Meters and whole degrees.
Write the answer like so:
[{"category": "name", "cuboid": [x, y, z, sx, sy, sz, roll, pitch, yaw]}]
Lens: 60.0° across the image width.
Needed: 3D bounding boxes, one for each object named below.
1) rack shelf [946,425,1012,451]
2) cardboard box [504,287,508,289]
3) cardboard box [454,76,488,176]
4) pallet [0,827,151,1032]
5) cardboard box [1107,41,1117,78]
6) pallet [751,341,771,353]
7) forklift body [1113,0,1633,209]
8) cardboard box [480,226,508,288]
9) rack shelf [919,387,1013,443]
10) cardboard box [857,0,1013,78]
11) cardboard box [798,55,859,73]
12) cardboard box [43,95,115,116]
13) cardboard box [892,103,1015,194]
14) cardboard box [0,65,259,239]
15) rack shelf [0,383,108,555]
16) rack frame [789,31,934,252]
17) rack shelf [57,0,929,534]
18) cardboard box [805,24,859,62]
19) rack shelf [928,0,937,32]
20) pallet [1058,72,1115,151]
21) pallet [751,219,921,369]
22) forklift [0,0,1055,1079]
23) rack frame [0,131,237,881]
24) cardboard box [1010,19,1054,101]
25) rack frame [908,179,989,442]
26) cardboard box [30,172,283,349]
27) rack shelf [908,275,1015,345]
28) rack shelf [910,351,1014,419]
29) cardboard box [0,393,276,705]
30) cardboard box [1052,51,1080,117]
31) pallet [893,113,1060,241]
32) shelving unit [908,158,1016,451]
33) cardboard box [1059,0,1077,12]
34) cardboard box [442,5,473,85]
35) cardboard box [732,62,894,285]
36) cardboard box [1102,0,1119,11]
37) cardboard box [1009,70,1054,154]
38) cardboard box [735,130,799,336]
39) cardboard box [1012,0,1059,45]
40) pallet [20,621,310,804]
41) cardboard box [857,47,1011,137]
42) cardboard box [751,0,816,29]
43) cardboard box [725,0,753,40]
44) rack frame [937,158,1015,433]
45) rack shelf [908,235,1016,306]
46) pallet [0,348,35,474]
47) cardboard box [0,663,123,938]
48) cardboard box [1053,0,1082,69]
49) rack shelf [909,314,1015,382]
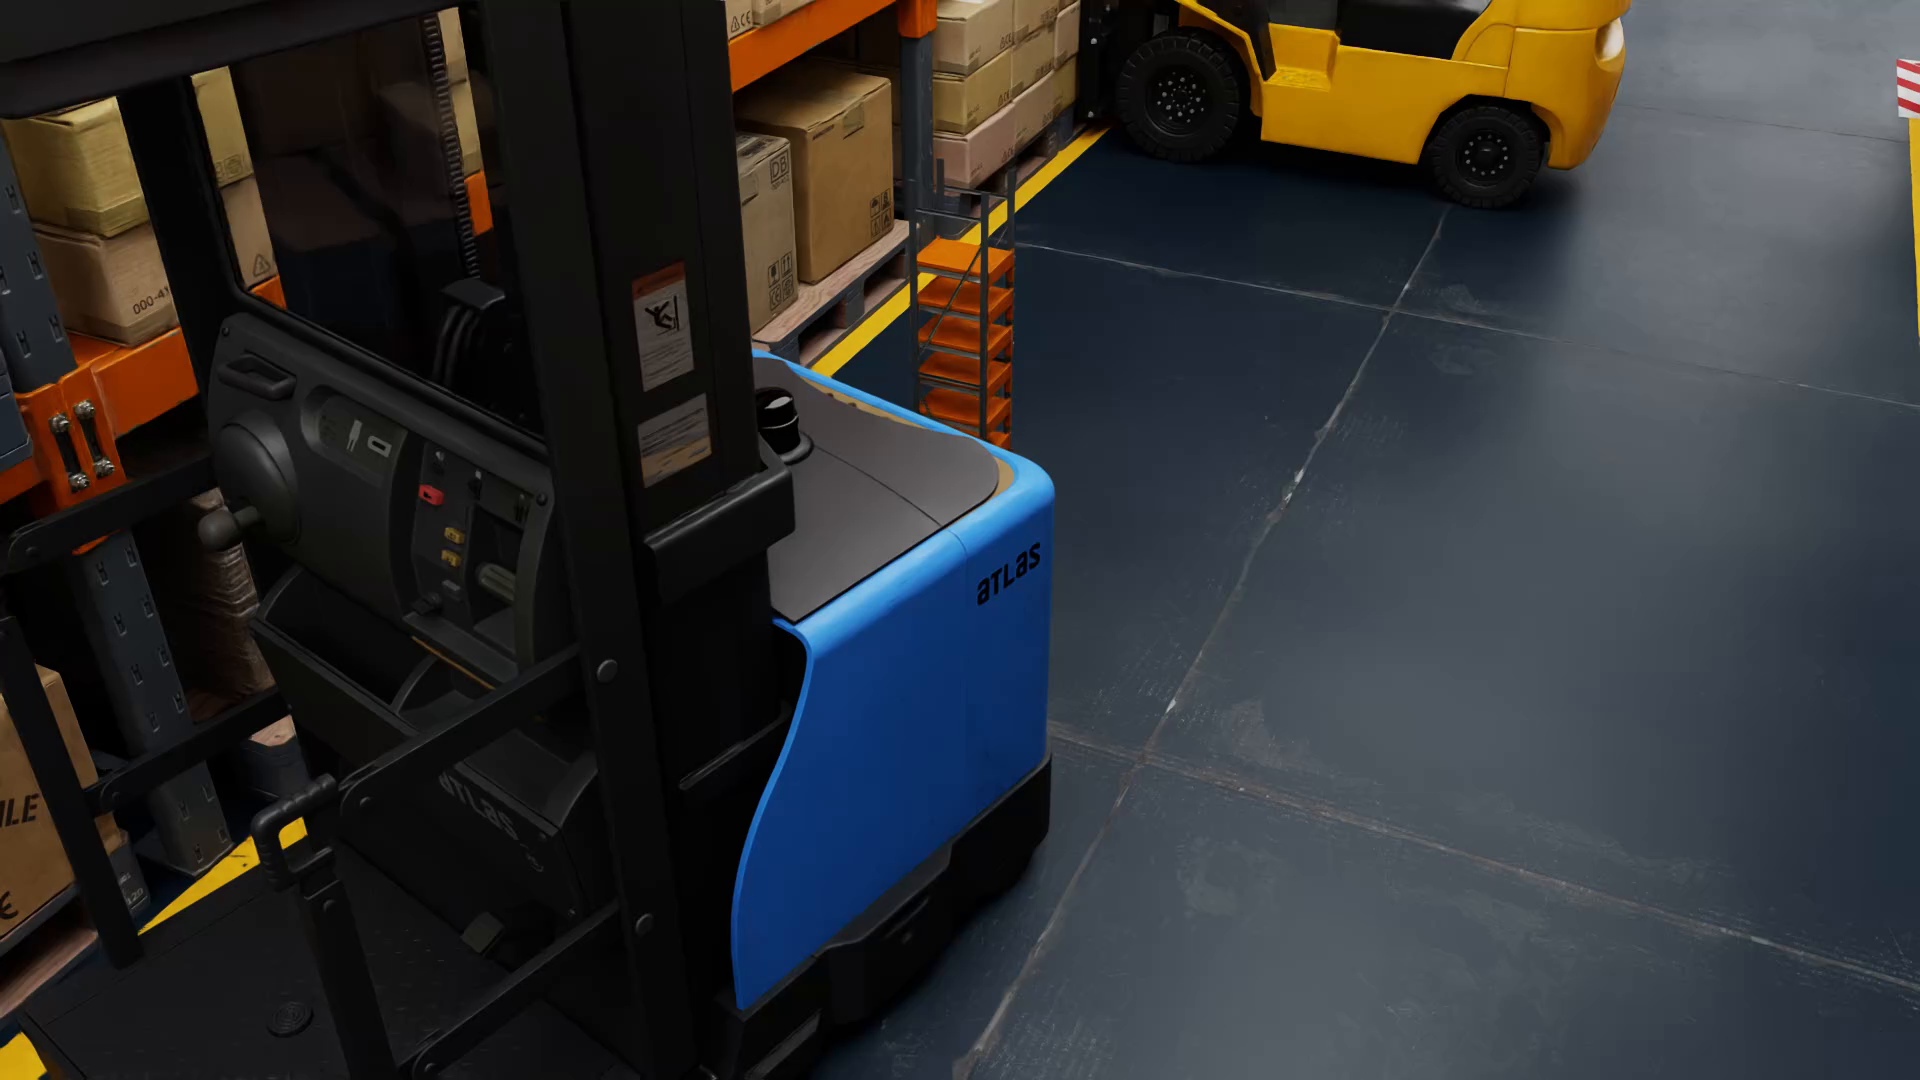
[{"category": "rack shelf", "cuboid": [0.006, -0.271, 5.088, 0.258, 0.103, 0.180, 14, 36, 20]}, {"category": "cardboard box", "cuboid": [-1.723, -0.398, 4.903, 0.875, 0.625, 0.625, 15, 36, 22]}, {"category": "cardboard box", "cuboid": [-1.431, -1.190, 4.466, 0.500, 0.250, 0.500, 13, 35, 19]}, {"category": "pallet", "cuboid": [-2.609, 0.949, 3.610, 1.003, 0.211, 1.213, 14, 36, 20]}, {"category": "cardboard box", "cuboid": [0.544, -2.527, 8.494, 0.500, 0.250, 0.500, 15, 36, 22]}, {"category": "pallet", "cuboid": [-1.371, -0.421, 5.699, 1.003, 0.211, 1.213, 14, 36, 20]}, {"category": "forklift body", "cuboid": [1.948, -2.847, 7.630, 2.313, 2.155, 1.214, 14, 36, 20]}, {"category": "cardboard box", "cuboid": [-1.441, -0.733, 5.415, 0.875, 0.625, 0.625, 13, 35, 19]}, {"category": "rack shelf", "cuboid": [0.006, -0.371, 5.022, 0.258, 0.103, 0.180, 14, 36, 20]}, {"category": "cardboard box", "cuboid": [-0.101, -2.185, 7.060, 0.500, 0.250, 0.500, 14, 36, 20]}, {"category": "cardboard box", "cuboid": [-0.571, -2.097, 7.381, 0.500, 0.250, 0.500, 13, 36, 19]}, {"category": "cardboard box", "cuboid": [-1.861, -0.985, 3.333, 0.380, 0.149, 0.250, 15, 36, 22]}, {"category": "cardboard box", "cuboid": [-0.086, -1.763, 7.328, 0.500, 0.250, 0.500, 15, 36, 21]}, {"category": "cardboard box", "cuboid": [-1.832, -0.886, 3.546, 0.500, 0.250, 0.500, 14, 36, 20]}, {"category": "rack shelf", "cuboid": [-3.099, 0.717, 2.078, 1.077, 0.370, 4.000, 14, 36, 20]}, {"category": "rack frame", "cuboid": [-0.589, -2.572, 6.438, 1.000, 3.000, 0.127, 14, 36, 20]}, {"category": "rack shelf", "cuboid": [-1.426, -1.276, 5.116, 1.077, 0.370, 4.000, 14, 36, 20]}, {"category": "cardboard box", "cuboid": [-0.559, -2.306, 7.244, 0.500, 0.250, 0.500, 15, 36, 21]}, {"category": "rack shelf", "cuboid": [0.248, -3.268, 8.154, 1.077, 0.370, 4.000, 14, 36, 20]}, {"category": "pallet", "cuboid": [0.291, -2.403, 8.722, 1.003, 0.211, 1.213, 14, 36, 20]}, {"category": "pallet", "cuboid": [-0.862, -1.030, 6.629, 1.003, 0.211, 1.213, 14, 36, 20]}, {"category": "forklift", "cuboid": [-1.110, -0.026, 2.617, 1.130, 2.935, 3.031, 24, 40, 32]}, {"category": "rack frame", "cuboid": [-2.262, -0.580, 3.399, 1.000, 3.000, 0.127, 14, 36, 20]}, {"category": "cardboard box", "cuboid": [0.103, -2.229, 7.582, 0.500, 0.250, 0.500, 14, 36, 20]}, {"category": "rack frame", "cuboid": [-0.032, -0.463, 4.862, 0.240, 1.200, 0.006, 14, 36, 20]}, {"category": "cardboard box", "cuboid": [-1.855, -0.682, 3.692, 0.500, 0.250, 0.500, 14, 36, 21]}, {"category": "rack shelf", "cuboid": [0.006, -0.673, 4.825, 0.258, 0.103, 0.180, 14, 36, 20]}, {"category": "rack shelf", "cuboid": [0.006, -0.472, 4.956, 0.258, 0.103, 0.180, 14, 36, 20]}, {"category": "cardboard box", "cuboid": [-1.989, -0.070, 4.404, 0.875, 0.625, 0.625, 15, 36, 22]}, {"category": "cardboard box", "cuboid": [0.314, -2.279, 8.115, 0.500, 0.250, 0.500, 15, 36, 21]}, {"category": "pallet", "cuboid": [-0.218, -1.793, 7.792, 1.003, 0.211, 1.213, 14, 36, 20]}, {"category": "shelving unit", "cuboid": [0.006, -0.509, 4.932, 0.258, 1.200, 0.189, 14, 36, 20]}, {"category": "cardboard box", "cuboid": [0.319, -2.688, 7.827, 0.500, 0.250, 0.500, 15, 36, 22]}, {"category": "cardboard box", "cuboid": [-1.409, -1.397, 4.326, 0.500, 0.250, 0.500, 13, 36, 19]}, {"category": "cardboard box", "cuboid": [-0.797, -1.493, 6.573, 0.875, 0.625, 0.625, 16, 36, 23]}, {"category": "cardboard box", "cuboid": [0.536, -2.728, 8.343, 0.500, 0.250, 0.500, 14, 36, 20]}, {"category": "cardboard box", "cuboid": [0.113, -2.020, 7.719, 0.500, 0.250, 0.500, 13, 36, 19]}, {"category": "cardboard box", "cuboid": [-1.129, -1.108, 5.987, 0.875, 0.625, 0.625, 14, 36, 20]}, {"category": "cardboard box", "cuboid": [0.122, -2.438, 7.445, 0.500, 0.250, 0.500, 14, 36, 21]}, {"category": "pallet", "cuboid": [-1.882, 0.185, 4.776, 1.003, 0.211, 1.213, 14, 36, 20]}, {"category": "cardboard box", "cuboid": [-0.106, -1.977, 7.199, 0.500, 0.250, 0.500, 14, 36, 20]}, {"category": "cardboard box", "cuboid": [-0.767, -1.947, 5.621, 0.500, 0.250, 0.500, 14, 36, 20]}, {"category": "cardboard box", "cuboid": [-1.003, -1.707, 5.254, 0.500, 0.250, 0.500, 14, 36, 21]}, {"category": "rack frame", "cuboid": [0.044, -0.555, 5.001, 0.240, 1.200, 0.006, 14, 36, 20]}, {"category": "rack shelf", "cuboid": [0.006, -0.773, 4.759, 0.258, 0.103, 0.180, 14, 36, 20]}, {"category": "pallet", "cuboid": [-2.482, -0.146, 2.913, 1.213, 0.211, 1.003, 14, 36, 20]}, {"category": "cardboard box", "cuboid": [-2.244, 0.549, 3.573, 0.500, 0.500, 0.500, 15, 36, 22]}, {"category": "cardboard box", "cuboid": [0.324, -2.476, 7.960, 0.500, 0.250, 0.500, 14, 36, 20]}, {"category": "rack shelf", "cuboid": [0.006, -0.572, 4.891, 0.258, 0.103, 0.180, 14, 36, 20]}]
